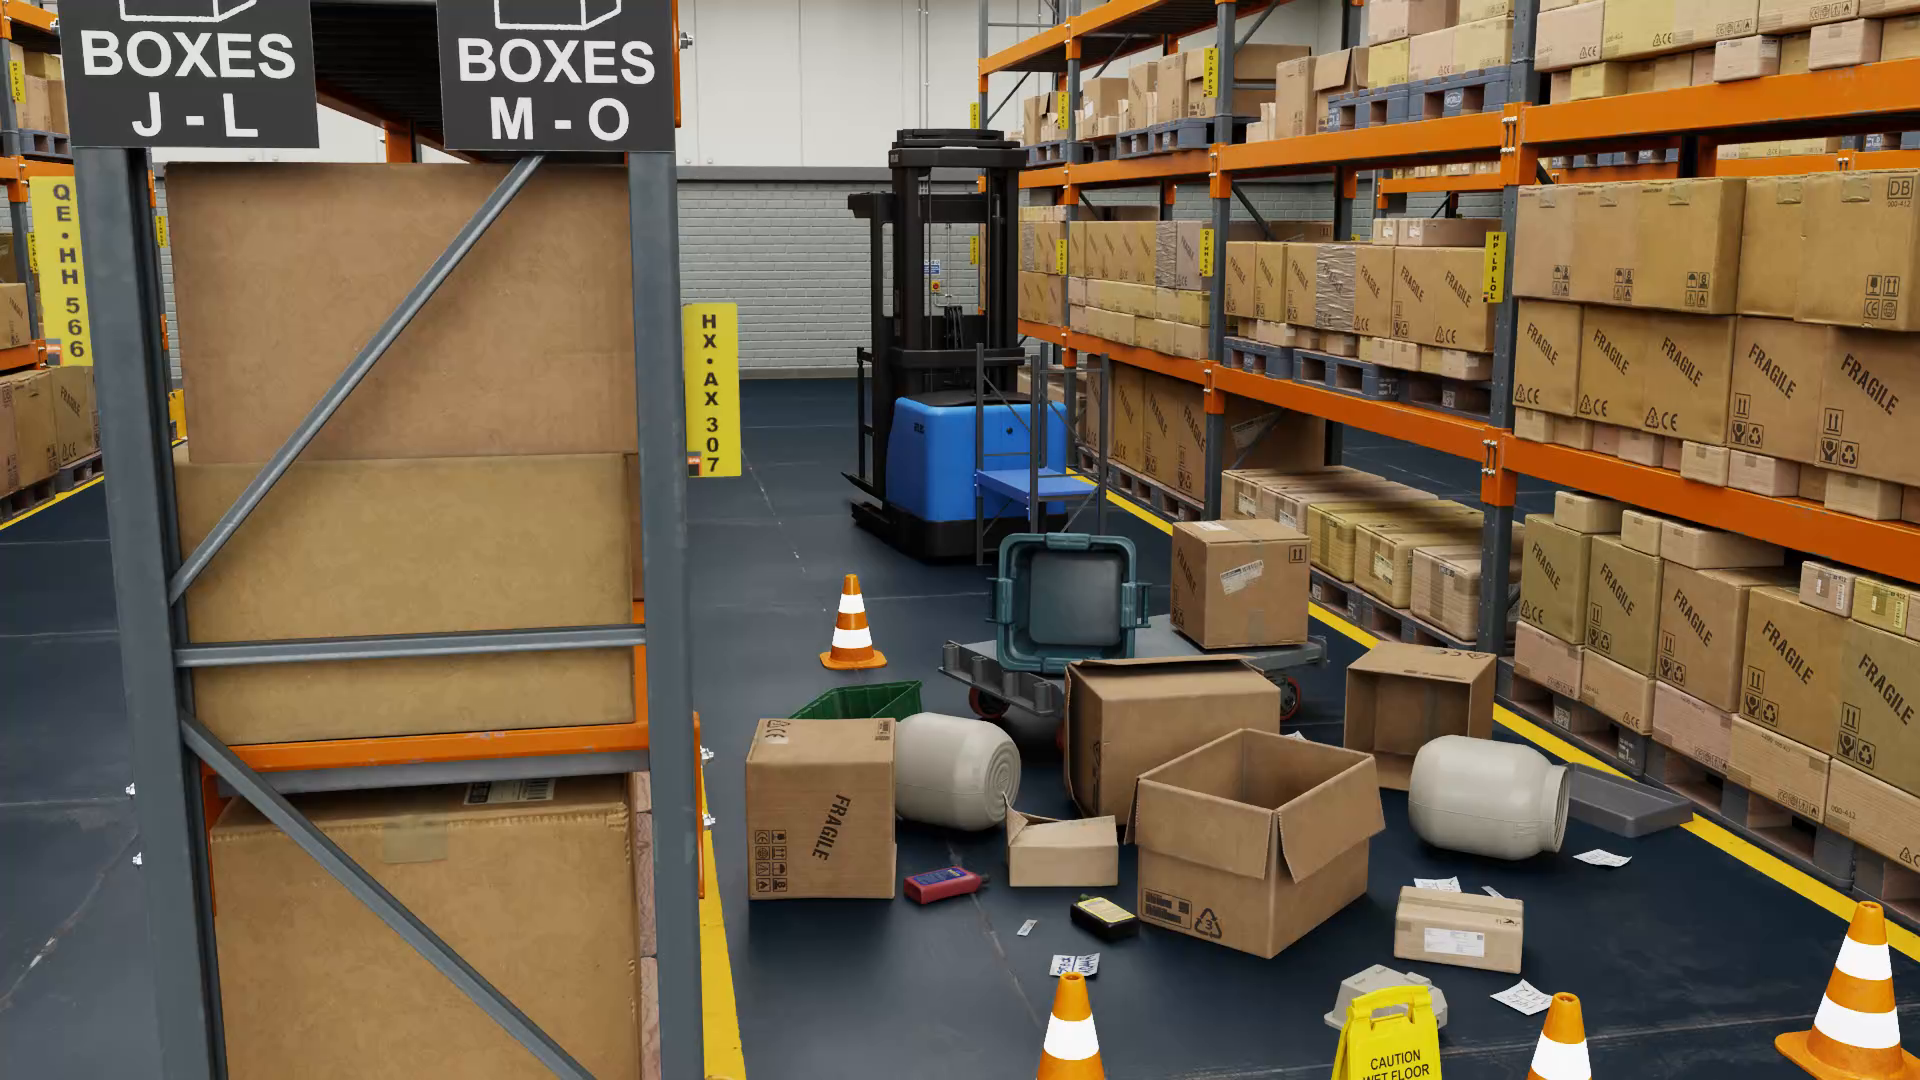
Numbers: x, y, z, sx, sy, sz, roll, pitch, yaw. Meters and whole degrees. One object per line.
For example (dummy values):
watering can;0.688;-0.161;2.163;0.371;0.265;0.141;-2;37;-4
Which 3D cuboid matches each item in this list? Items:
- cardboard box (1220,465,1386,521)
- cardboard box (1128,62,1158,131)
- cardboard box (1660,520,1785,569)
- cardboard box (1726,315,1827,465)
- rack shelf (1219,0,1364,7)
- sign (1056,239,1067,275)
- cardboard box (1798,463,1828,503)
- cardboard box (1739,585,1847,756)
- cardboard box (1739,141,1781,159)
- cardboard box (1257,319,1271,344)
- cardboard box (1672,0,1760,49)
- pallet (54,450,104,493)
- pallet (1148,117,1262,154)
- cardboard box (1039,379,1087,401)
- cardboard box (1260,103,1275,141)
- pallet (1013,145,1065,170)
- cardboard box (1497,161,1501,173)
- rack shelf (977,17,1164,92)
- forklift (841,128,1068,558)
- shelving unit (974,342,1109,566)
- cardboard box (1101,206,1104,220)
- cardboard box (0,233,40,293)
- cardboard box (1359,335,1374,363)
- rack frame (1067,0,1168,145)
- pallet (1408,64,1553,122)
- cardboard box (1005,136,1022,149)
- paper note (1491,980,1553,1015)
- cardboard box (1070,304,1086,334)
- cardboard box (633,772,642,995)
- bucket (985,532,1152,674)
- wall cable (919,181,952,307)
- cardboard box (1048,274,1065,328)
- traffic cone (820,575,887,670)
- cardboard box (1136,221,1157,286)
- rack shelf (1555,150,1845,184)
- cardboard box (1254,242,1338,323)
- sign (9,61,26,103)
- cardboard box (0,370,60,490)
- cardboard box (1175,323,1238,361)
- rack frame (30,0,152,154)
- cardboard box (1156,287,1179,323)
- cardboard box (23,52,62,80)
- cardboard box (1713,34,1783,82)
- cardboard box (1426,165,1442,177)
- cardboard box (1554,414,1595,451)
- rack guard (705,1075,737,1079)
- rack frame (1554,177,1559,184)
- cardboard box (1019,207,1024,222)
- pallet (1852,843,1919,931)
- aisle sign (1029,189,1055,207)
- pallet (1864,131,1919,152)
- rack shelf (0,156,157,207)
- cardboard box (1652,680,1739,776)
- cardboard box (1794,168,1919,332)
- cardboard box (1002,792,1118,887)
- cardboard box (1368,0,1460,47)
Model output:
cardboard box;2.369;-0.274;11.521;0.950;0.372;0.625;-3;11;-15
cardboard box;1.642;-3.505;13.174;0.500;0.500;0.500;-2;11;-10
cardboard box;3.020;0.015;6.587;0.380;0.149;0.250;-1;11;-8
cardboard box;3.183;-0.558;6.043;0.500;0.500;0.500;-2;11;-10
rack shelf;2.658;-3.493;9.477;1.077;0.370;4.000;-2;11;-11
sign;0.947;-2.640;15.519;0.100;0.325;0.005;-2;11;-11
cardboard box;3.265;-0.214;5.971;0.380;0.149;0.250;-2;11;-11
cardboard box;3.218;0.454;6.012;0.500;0.500;0.500;-2;11;-12
cardboard box;6.701;-3.222;13.479;0.500;0.250;0.500;-2;11;-11
cardboard box;2.180;-1.375;10.945;0.380;0.149;0.250;-3;11;-15
cardboard box;3.058;-1.998;6.255;0.500;0.250;0.500;-2;11;-10
pallet;-8.301;-0.609;14.830;1.003;0.211;1.213;-2;11;-11
pallet;2.092;-2.960;12.208;1.213;0.211;1.003;-2;11;-8
cardboard box;1.300;-1.427;17.403;0.875;0.438;0.875;-2;11;-13
cardboard box;2.213;-2.760;11.011;0.396;0.266;0.258;-2;11;-11
pallet;1.109;-4.000;17.406;1.003;0.211;1.213;-2;11;-11
cardboard box;5.868;-3.923;17.435;0.380;0.149;0.250;-2;11;-11
rack shelf;1.102;-4.961;17.186;1.077;0.370;4.000;-2;11;-11
forklift;-0.201;-1.551;12.509;1.130;2.935;3.031;-4;11;-18
shelving unit;0.509;-0.486;10.741;0.538;1.500;1.048;-4;11;-18
cardboard box;1.174;-3.153;16.062;0.380;0.149;0.250;-2;11;-10
cardboard box;-8.072;-2.374;14.248;0.500;0.500;0.500;-2;11;-11
cardboard box;2.492;-1.084;9.419;0.380;0.149;0.250;-2;11;-11
rack frame;1.491;-5.144;15.154;1.000;3.000;0.127;-2;11;-11
pallet;3.032;-2.228;8.359;1.213;0.211;1.003;-2;11;-11
cardboard box;0.699;-4.328;18.171;0.380;0.149;0.250;-2;11;-9
paper note;1.689;1.362;4.960;0.148;0.019;0.142;-6;13;-31
cardboard box;1.318;-2.033;15.255;0.500;0.250;0.500;-2;11;-12
cardboard box;-1.380;0.757;4.756;0.875;0.875;0.875;-2;11;-12
bucket;0.499;0.272;7.436;0.726;0.611;0.620;2;1;9
wall cable;-0.406;-4.478;24.901;0.585;1.953;0.123;-2;11;-11
cardboard box;1.150;-2.322;16.104;0.500;0.500;0.500;-2;11;-10
traffic cone;-0.568;0.415;8.781;0.336;0.463;0.334;-2;11;-11
cardboard box;1.714;-2.274;13.179;0.500;0.500;0.500;-2;11;-11
rack shelf;6.749;-3.131;14.527;1.077;0.370;4.000;-2;11;-11
cardboard box;2.238;-1.678;10.806;0.500;0.500;0.500;-2;11;-8
sign;-7.699;-3.740;13.576;0.100;0.325;0.005;-2;11;-11
cardboard box;-8.085;-0.882;13.368;1.225;0.875;0.875;-2;11;-11
cardboard box;1.916;-1.473;12.312;0.500;0.250;0.500;-3;11;-13
rack frame;-9.007;-5.517;17.115;1.000;3.000;0.127;-2;11;-11
cardboard box;1.823;-1.808;12.739;0.500;0.250;0.500;-2;11;-12
cardboard box;-8.624;-4.345;15.319;0.500;0.250;0.500;-2;11;-13
cardboard box;3.032;-1.774;6.143;0.380;0.149;0.250;-2;11;-12
cardboard box;5.531;-4.203;18.904;0.380;0.149;0.250;-2;11;-11
cardboard box;2.894;-0.492;7.431;0.380;0.149;0.250;-2;11;-9
rack guard;-1.006;1.435;3.319;1.175;0.500;0.348;-2;11;-11
rack frame;6.360;-2.378;16.667;1.000;3.000;0.127;-2;11;-11
cardboard box;0.771;-3.428;17.509;0.380;0.149;0.250;-2;11;-12
pallet;3.687;1.210;5.275;1.003;0.211;1.213;-2;11;-11
aisle sign;1.003;-4.232;19.455;0.394;0.787;0.004;-2;11;-11
pallet;7.357;-2.904;11.913;1.213;0.211;1.003;-2;11;-8
rack shelf;-8.618;-3.323;15.536;1.077;0.370;4.000;-2;11;-11
cardboard box;3.118;0.728;6.581;0.500;0.250;0.500;-2;11;-12
cardboard box;3.221;-0.951;5.433;0.700;0.500;0.500;-2;11;-12
cardboard box;0.352;1.061;5.914;0.396;0.266;0.258;0;11;-1
cardboard box;2.590;-2.869;9.167;0.500;0.250;0.500;-2;11;-10
